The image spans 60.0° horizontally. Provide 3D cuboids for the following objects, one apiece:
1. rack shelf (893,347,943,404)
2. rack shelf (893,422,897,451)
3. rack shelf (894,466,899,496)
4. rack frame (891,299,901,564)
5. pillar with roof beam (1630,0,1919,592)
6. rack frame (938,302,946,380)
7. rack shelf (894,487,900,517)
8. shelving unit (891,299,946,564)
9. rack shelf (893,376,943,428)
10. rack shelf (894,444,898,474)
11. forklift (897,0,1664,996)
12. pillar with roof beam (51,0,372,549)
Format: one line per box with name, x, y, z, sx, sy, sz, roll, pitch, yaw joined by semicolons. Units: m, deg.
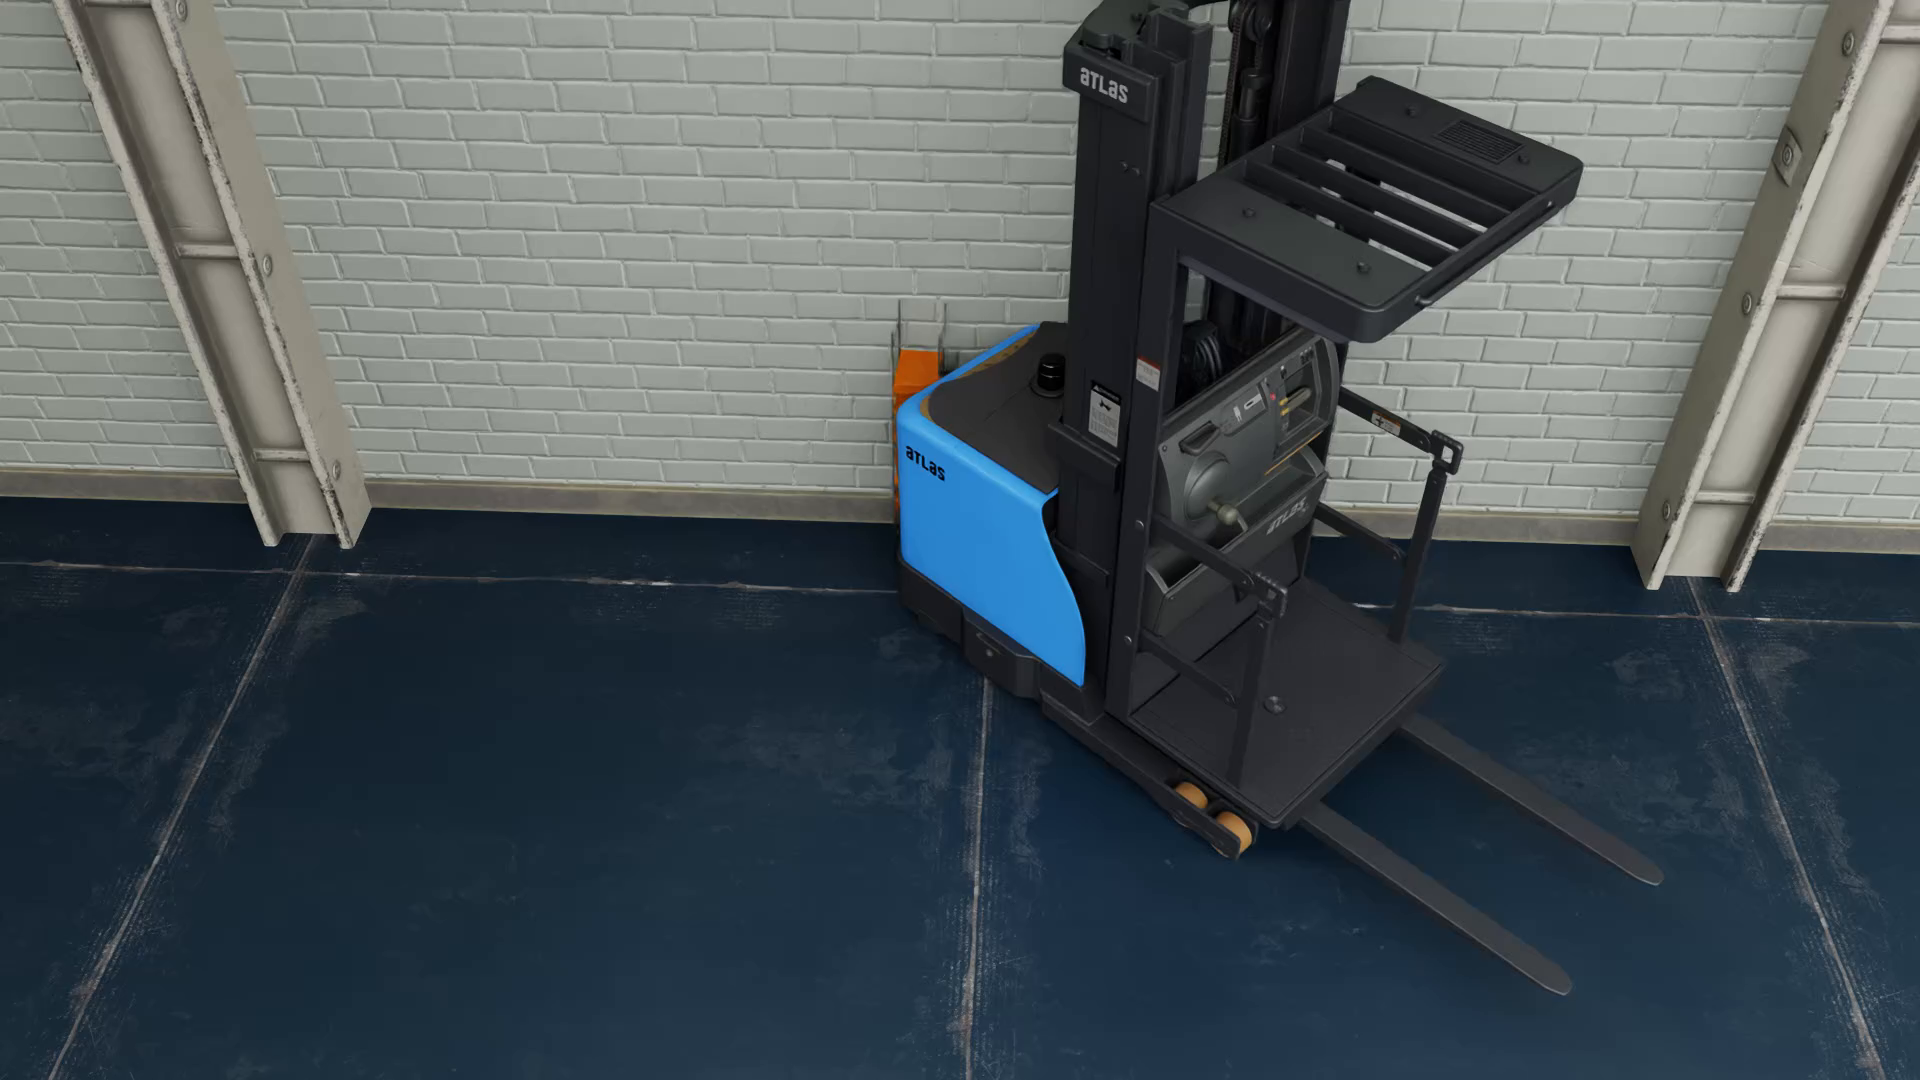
rack shelf;-0.165;-0.656;6.689;0.180;0.103;0.258;4;42;3
rack shelf;-0.169;-0.476;6.848;0.180;0.103;0.258;4;42;3
rack shelf;-0.173;-0.296;7.007;0.180;0.103;0.258;4;42;3
rack frame;-0.262;-0.426;6.903;0.006;1.200;0.240;4;42;3
pillar with roof beam;2.944;-0.250;1.002;0.400;9.000;9.100;2;43;2
rack frame;-0.079;-0.412;6.892;0.006;1.200;0.240;4;42;3
rack shelf;-0.175;-0.206;7.086;0.180;0.103;0.258;4;42;3
shelving unit;-0.171;-0.419;6.898;0.189;1.200;0.258;4;42;3
rack shelf;-0.167;-0.566;6.768;0.180;0.103;0.258;4;42;3
rack shelf;-0.171;-0.386;6.927;0.180;0.103;0.258;4;42;3
forklift;1.138;-0.316;5.524;1.130;2.935;3.031;-34;53;-31
pillar with roof beam;-3.050;-0.435;1.200;0.400;9.000;9.100;2;43;2
